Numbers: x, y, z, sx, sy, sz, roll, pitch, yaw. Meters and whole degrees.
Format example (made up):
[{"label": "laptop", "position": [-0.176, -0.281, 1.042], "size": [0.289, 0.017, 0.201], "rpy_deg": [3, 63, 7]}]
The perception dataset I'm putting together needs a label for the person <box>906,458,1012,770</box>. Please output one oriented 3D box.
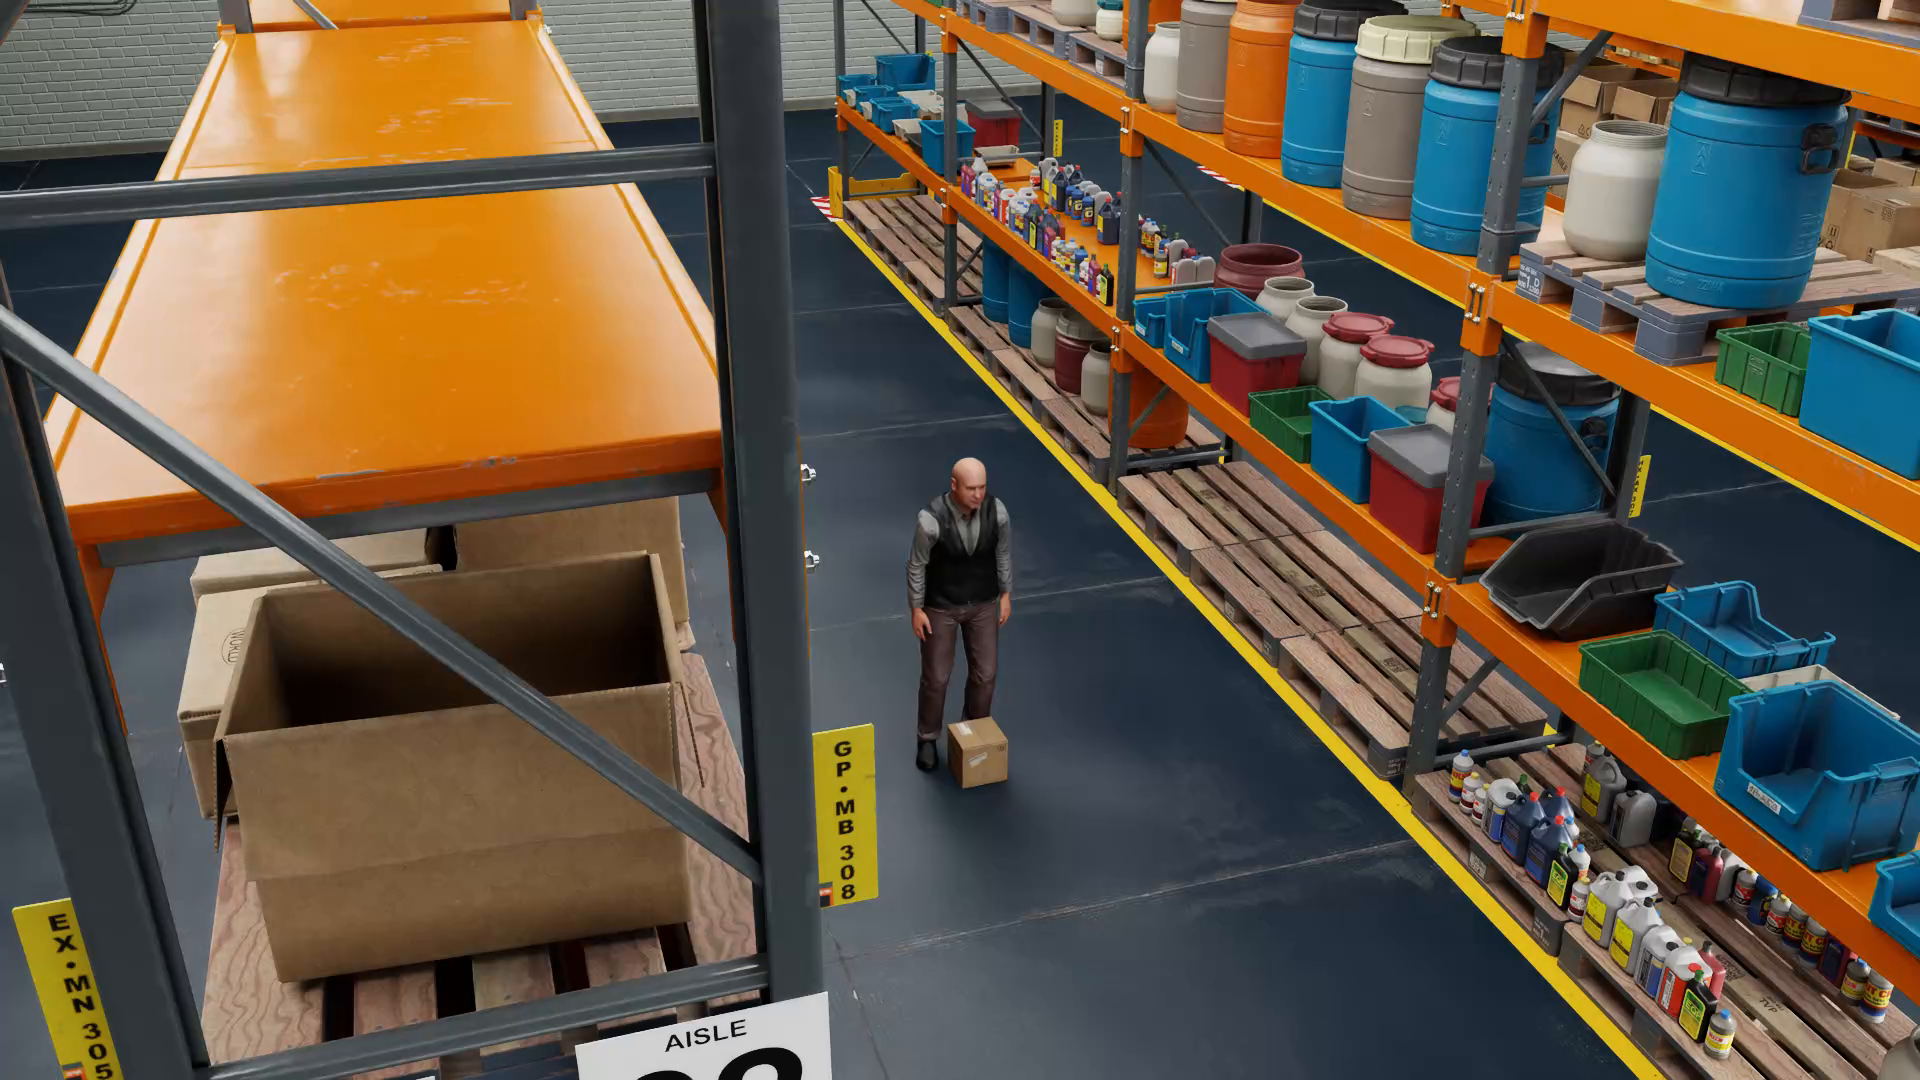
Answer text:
[{"label": "person", "position": [0.008, 0.354, 8.673], "size": [0.582, 1.719, 0.475], "rpy_deg": [-10, 28, -19]}]
